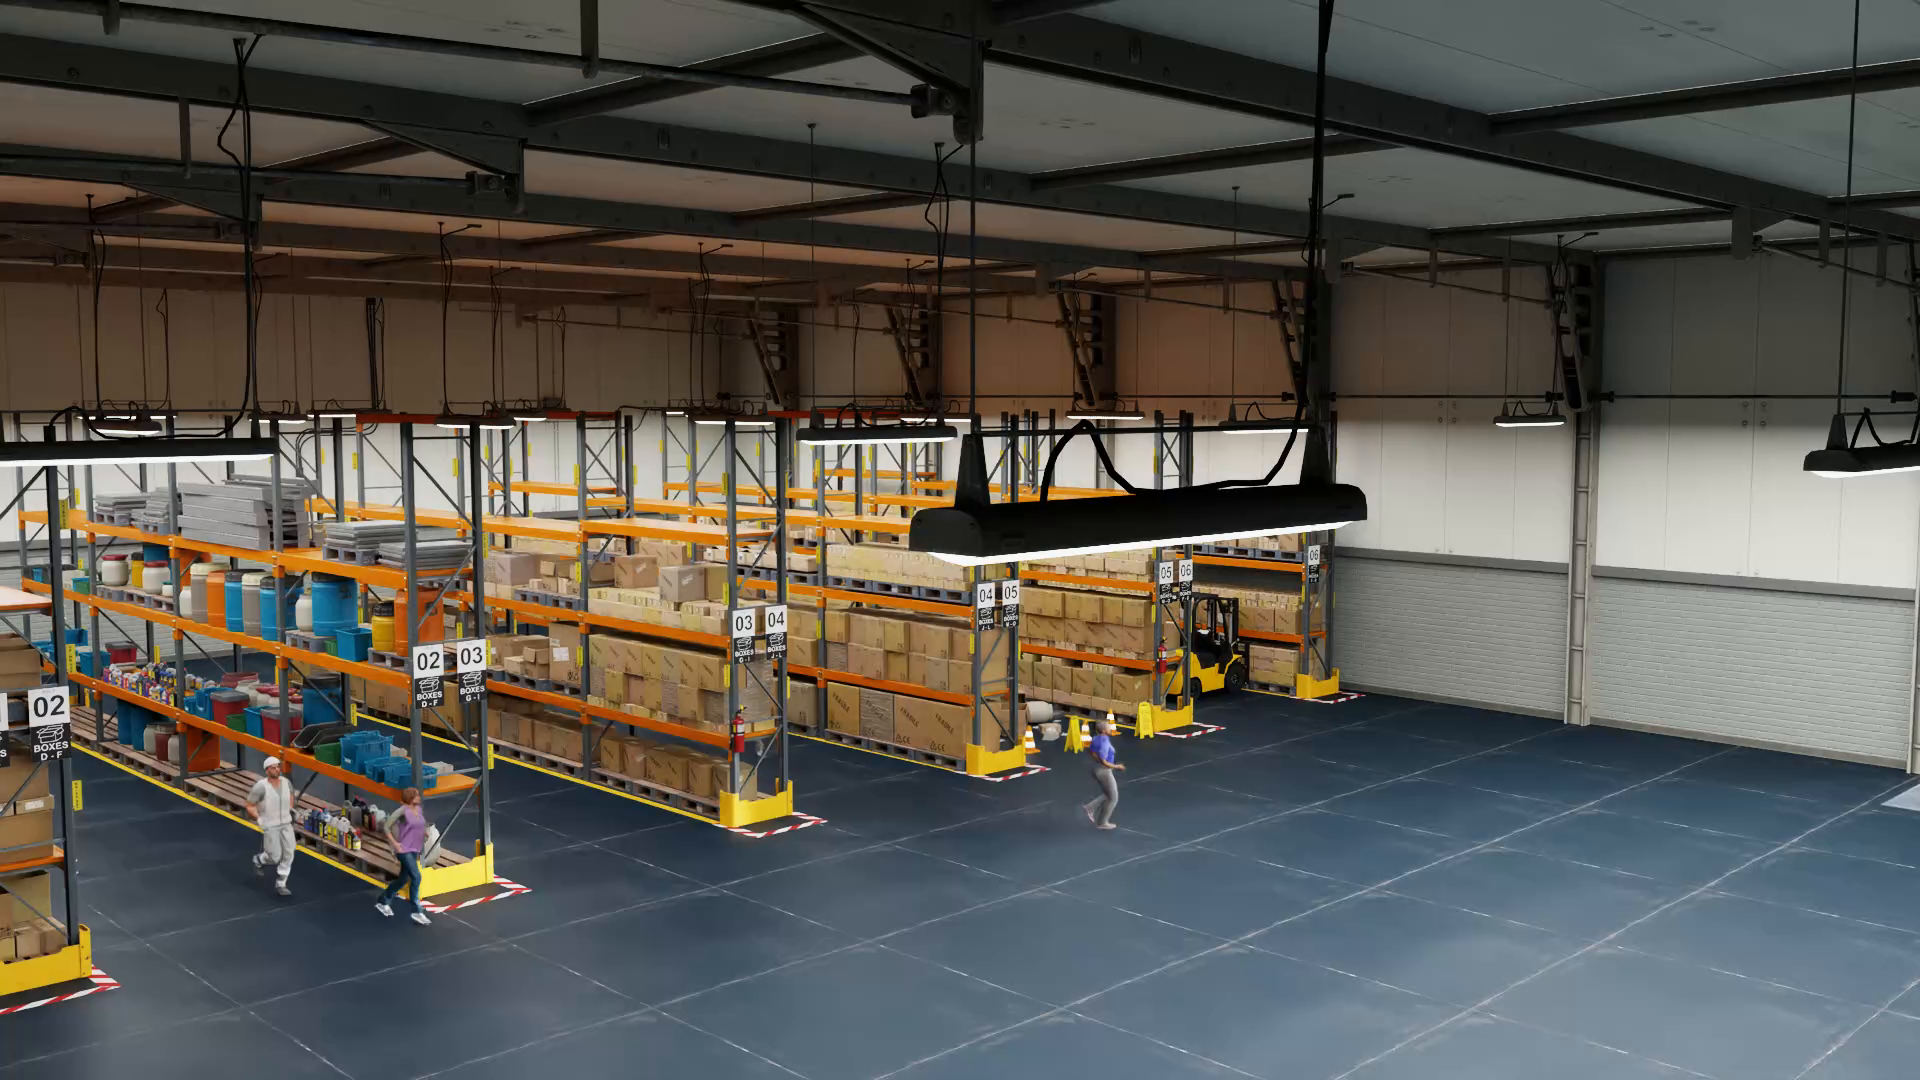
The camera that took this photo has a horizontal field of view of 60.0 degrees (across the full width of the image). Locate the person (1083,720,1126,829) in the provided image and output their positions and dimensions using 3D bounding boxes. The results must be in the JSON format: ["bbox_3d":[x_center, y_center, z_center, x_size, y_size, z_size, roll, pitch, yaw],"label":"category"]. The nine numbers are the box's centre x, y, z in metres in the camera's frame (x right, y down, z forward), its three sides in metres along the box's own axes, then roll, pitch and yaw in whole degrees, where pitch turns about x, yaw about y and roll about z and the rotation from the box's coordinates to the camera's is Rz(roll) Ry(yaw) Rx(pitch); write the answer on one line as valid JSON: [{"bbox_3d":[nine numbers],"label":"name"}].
[{"bbox_3d":[2.109,3.420,24.276,0.578,1.605,0.572,-1,5,-9],"label":"person"}]

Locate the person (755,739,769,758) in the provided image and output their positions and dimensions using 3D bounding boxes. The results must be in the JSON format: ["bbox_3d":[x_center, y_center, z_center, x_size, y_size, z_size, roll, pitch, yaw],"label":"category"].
[{"bbox_3d":[-3.726,2.998,29.191,0.894,1.600,0.552,3,6,35],"label":"person"}]

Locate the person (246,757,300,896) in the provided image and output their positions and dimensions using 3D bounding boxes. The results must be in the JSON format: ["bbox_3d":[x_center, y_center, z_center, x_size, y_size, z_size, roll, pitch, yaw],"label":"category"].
[{"bbox_3d":[-8.721,3.625,21.180,0.647,1.749,0.656,4,6,38],"label":"person"}]

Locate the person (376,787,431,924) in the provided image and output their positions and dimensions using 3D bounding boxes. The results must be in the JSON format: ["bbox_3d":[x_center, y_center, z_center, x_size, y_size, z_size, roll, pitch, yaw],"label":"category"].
[{"bbox_3d":[-6.690,3.794,20.145,0.736,1.609,0.532,1,5,10],"label":"person"}]
